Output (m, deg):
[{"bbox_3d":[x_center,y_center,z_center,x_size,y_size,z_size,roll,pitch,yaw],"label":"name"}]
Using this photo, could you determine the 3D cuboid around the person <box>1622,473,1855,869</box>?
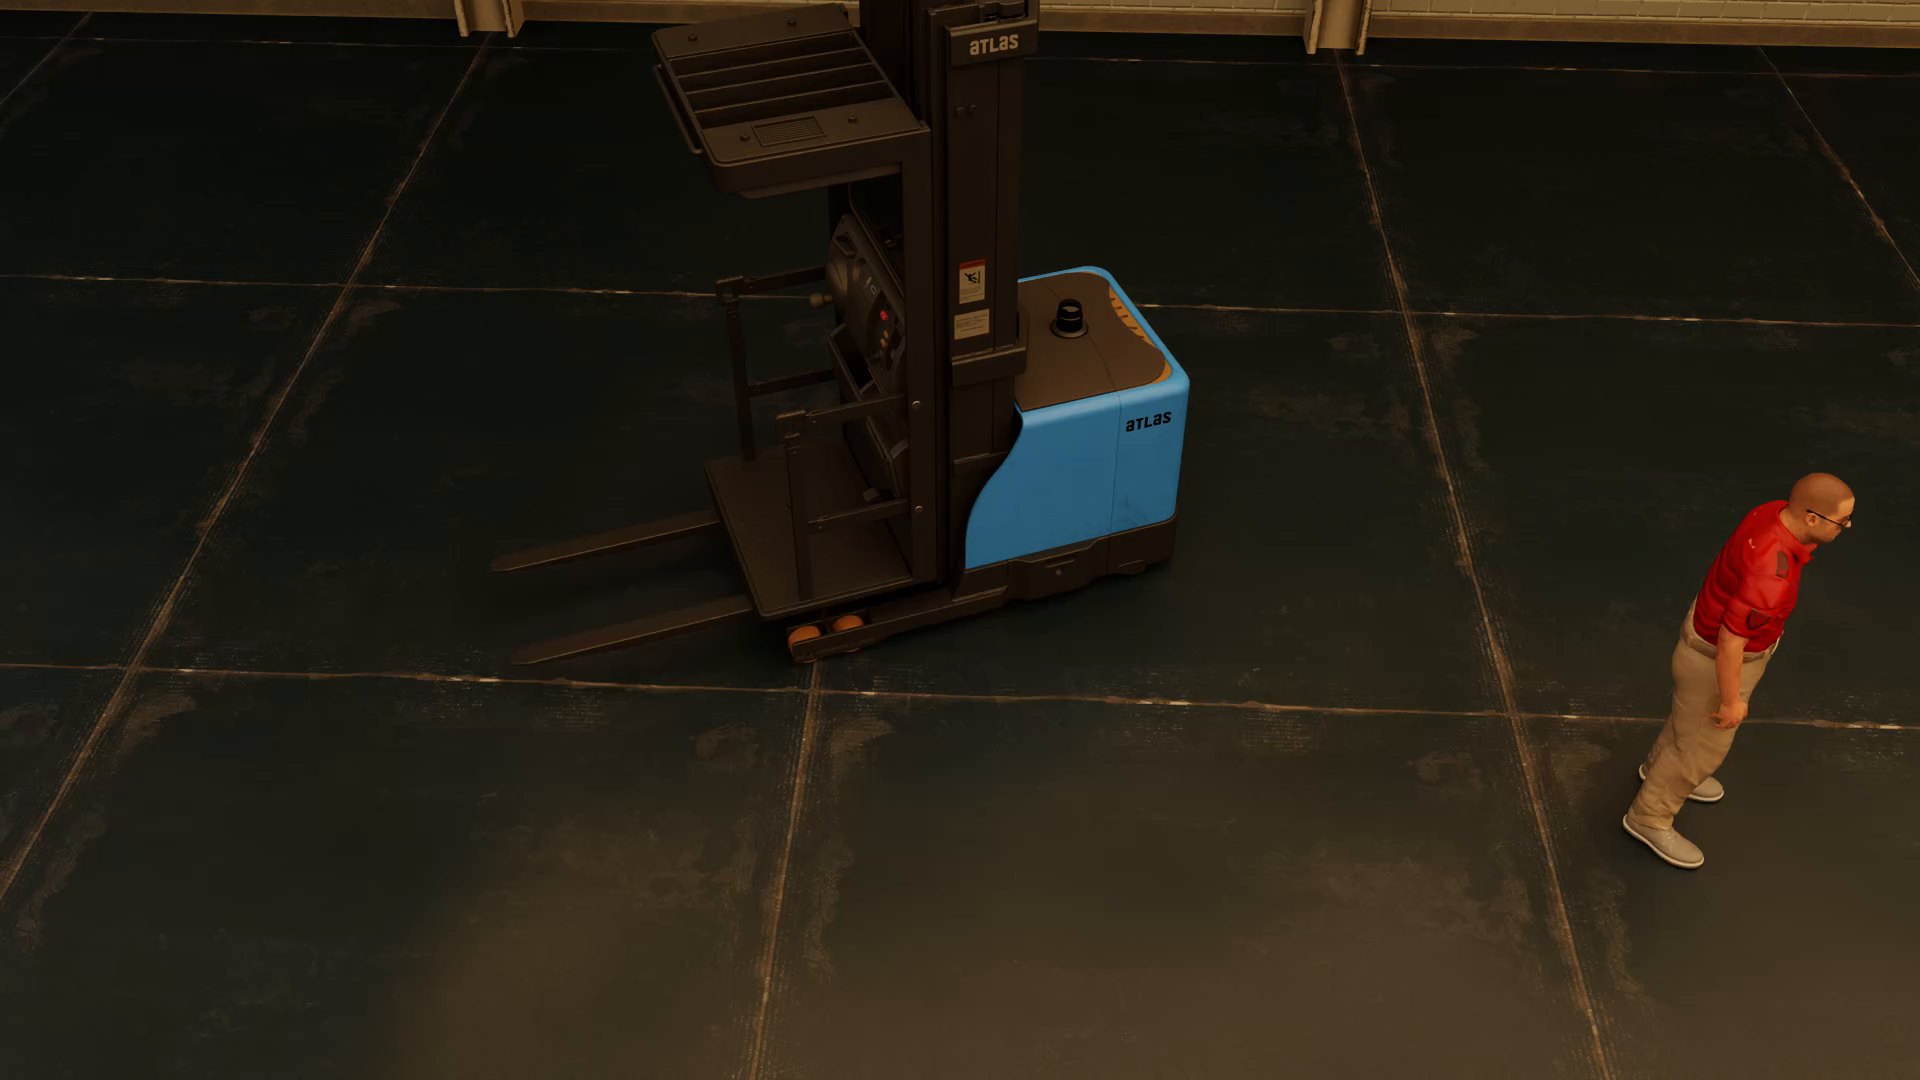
[{"bbox_3d":[2.860,0.432,6.160,0.391,1.728,0.606,20,46,20],"label":"person"}]

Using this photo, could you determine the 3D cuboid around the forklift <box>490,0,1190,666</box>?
[{"bbox_3d":[-0.573,-0.945,6.778,3.031,2.935,1.130,-13,44,-14],"label":"forklift"}]
